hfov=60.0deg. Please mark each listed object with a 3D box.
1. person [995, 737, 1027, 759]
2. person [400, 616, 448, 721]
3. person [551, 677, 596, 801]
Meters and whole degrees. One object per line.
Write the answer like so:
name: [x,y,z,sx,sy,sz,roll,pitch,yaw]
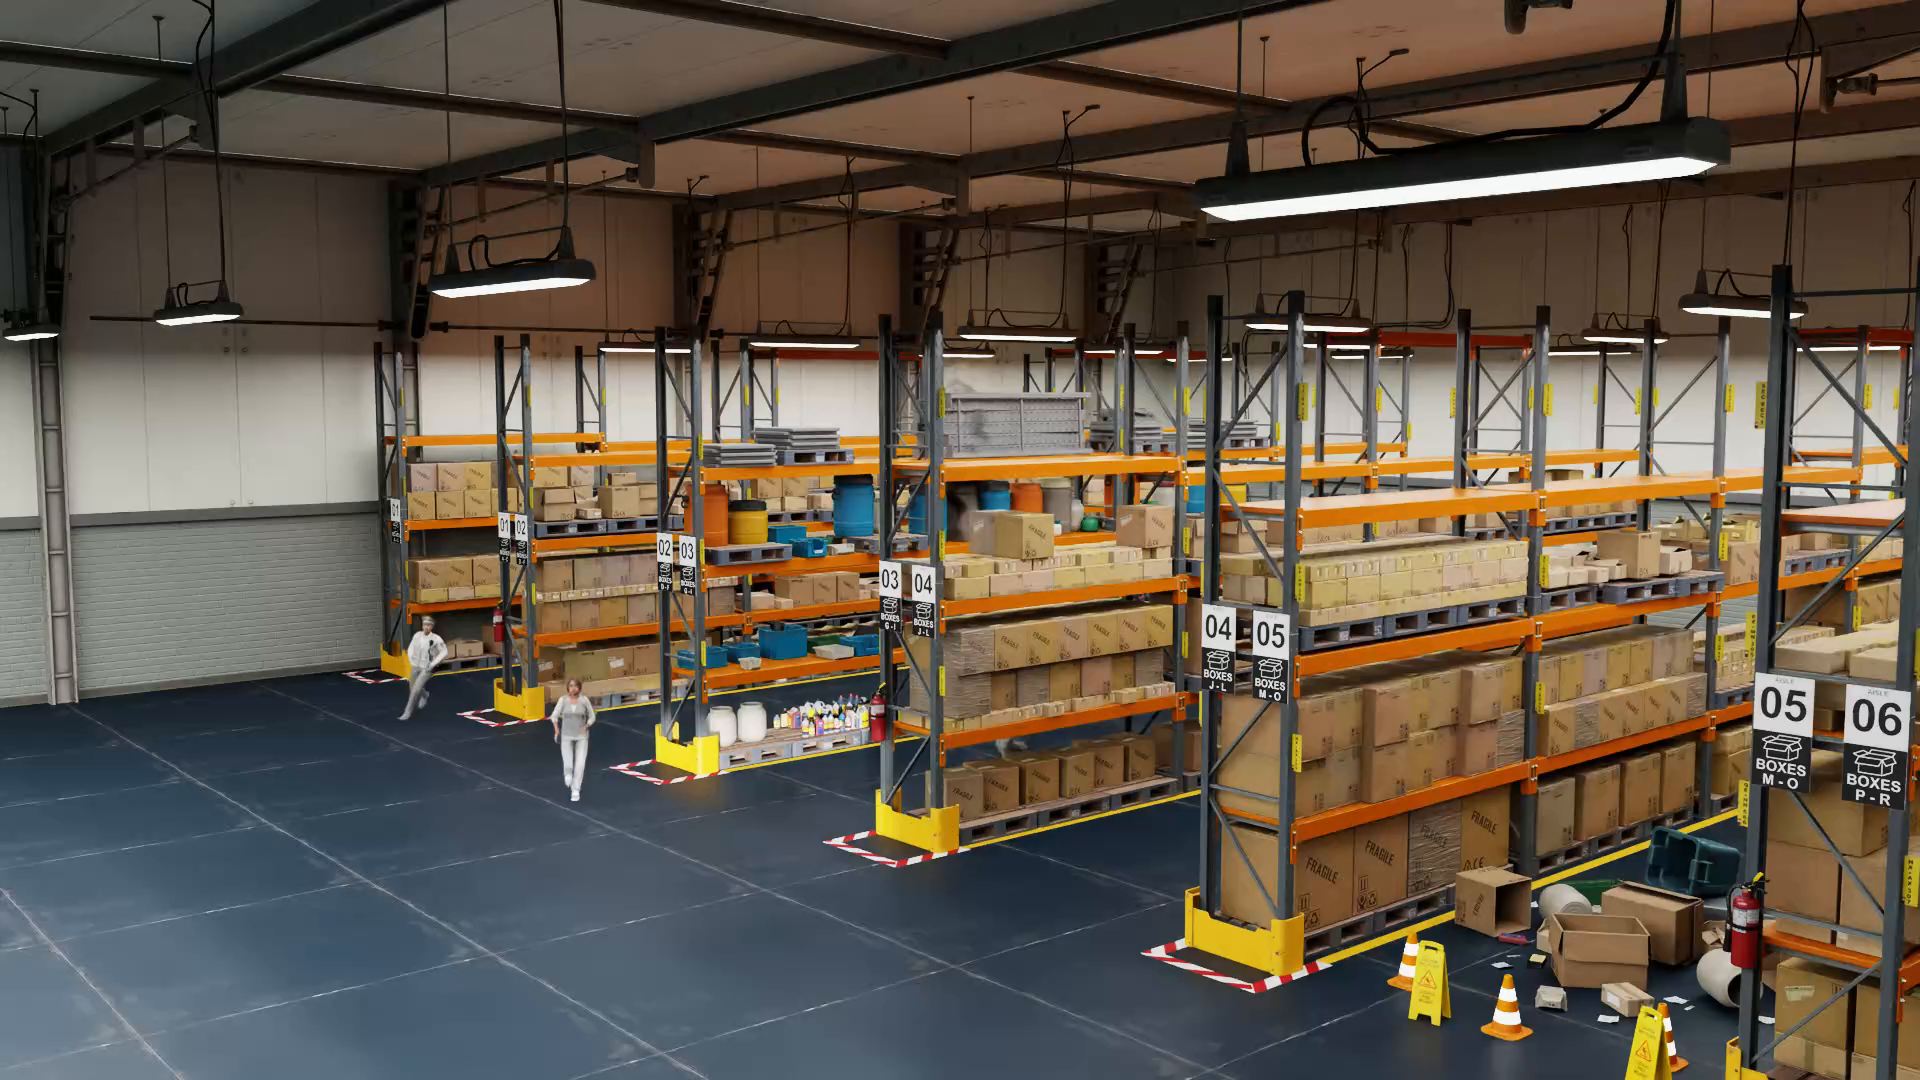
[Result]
person: [0.684,2.318,21.848,0.700,1.739,0.801,4,7,40]
person: [-8.373,1.984,26.155,0.647,1.631,0.774,1,5,11]
person: [-4.851,2.496,20.901,0.545,1.556,0.543,-1,5,-14]
